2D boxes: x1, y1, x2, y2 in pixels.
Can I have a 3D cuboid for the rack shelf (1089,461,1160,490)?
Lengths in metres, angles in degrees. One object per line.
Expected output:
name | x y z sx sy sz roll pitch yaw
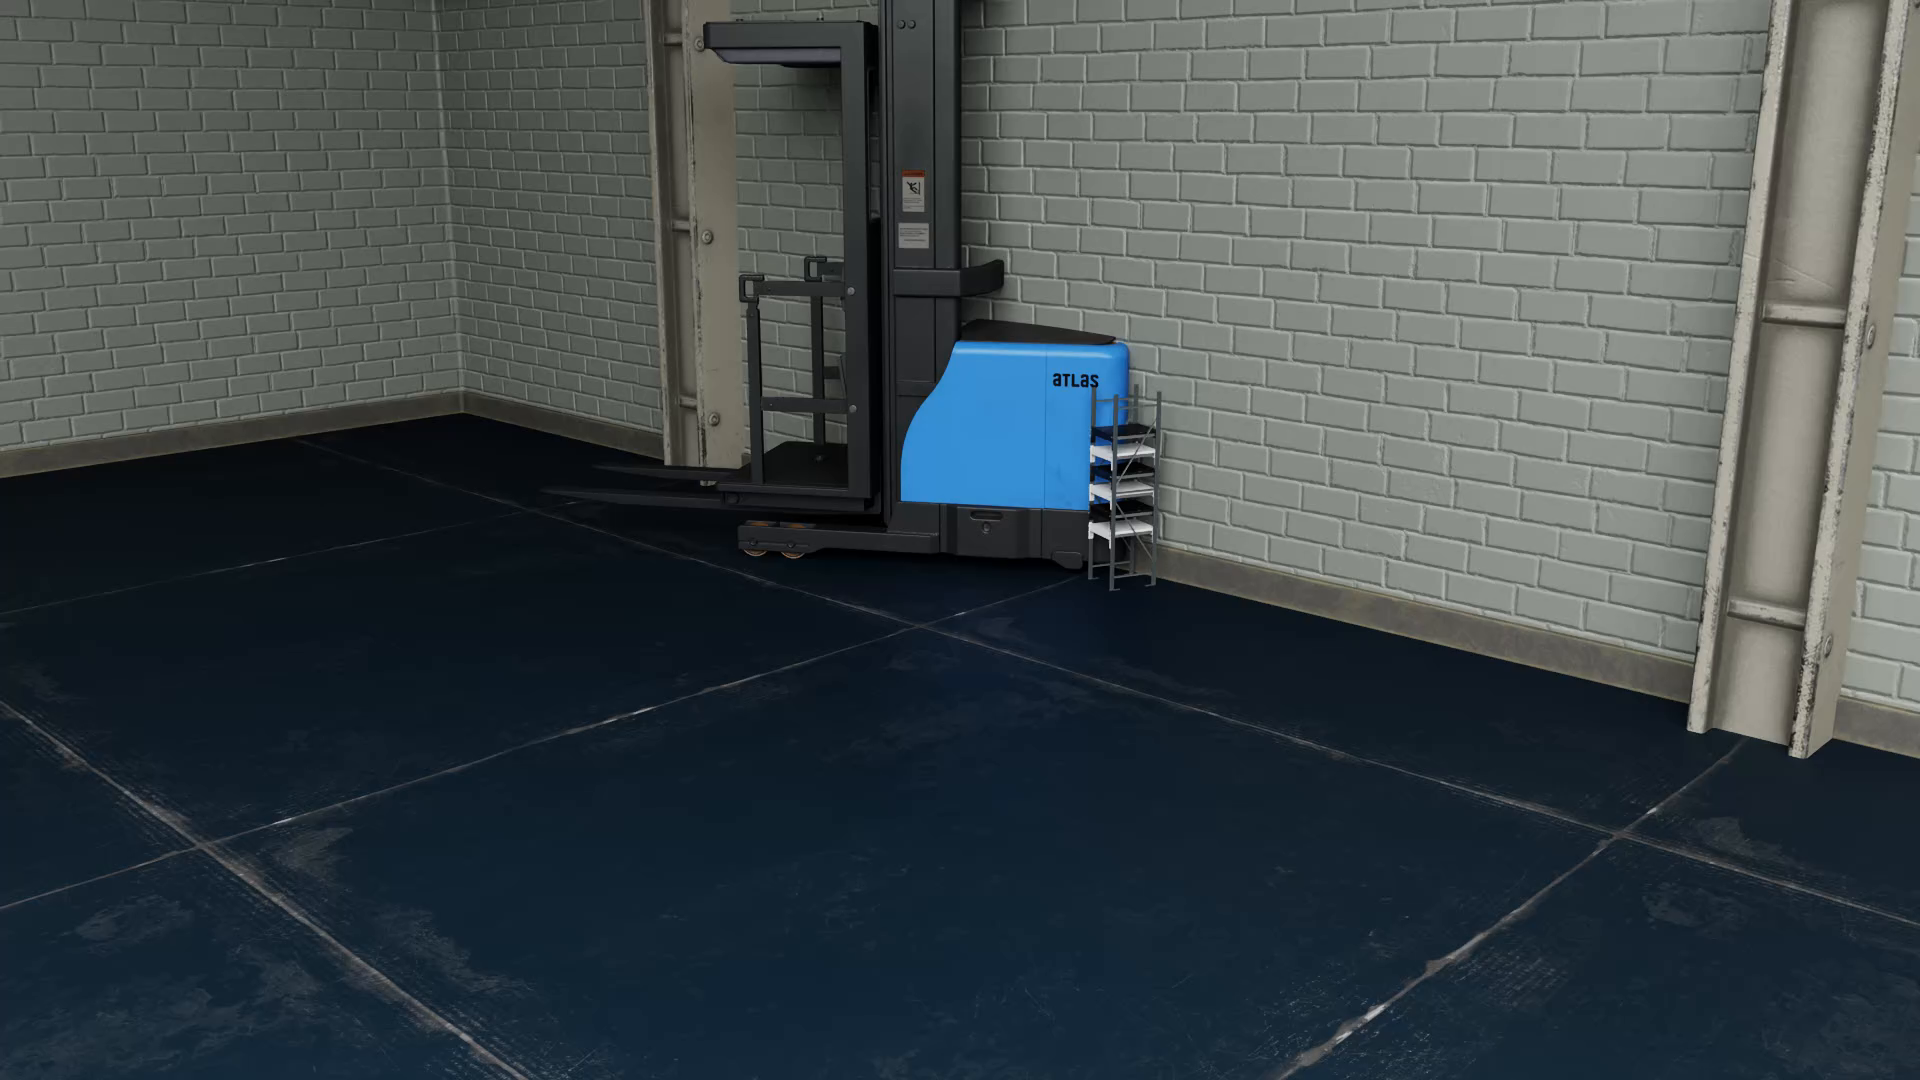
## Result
rack shelf | 0.746 -0.295 7.553 0.258 0.077 0.200 -6 16 -23

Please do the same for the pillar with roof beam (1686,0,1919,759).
pillar with roof beam | -0.179 -2.898 1.706 0.400 9.000 9.100 14 20 42

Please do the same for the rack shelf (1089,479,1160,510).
rack shelf | 0.746 -0.208 7.576 0.258 0.077 0.200 -6 16 -23

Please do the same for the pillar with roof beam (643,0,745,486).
pillar with roof beam | -4.498 -3.948 5.736 0.400 9.000 9.100 14 20 42

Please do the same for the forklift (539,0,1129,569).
forklift | -0.610 -1.453 8.197 3.031 2.935 1.130 3 15 12

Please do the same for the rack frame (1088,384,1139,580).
rack frame | 0.705 -0.263 7.658 0.240 0.900 0.006 -6 16 -23

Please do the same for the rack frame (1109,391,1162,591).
rack frame | 0.788 -0.216 7.478 0.240 0.900 0.006 -6 16 -23

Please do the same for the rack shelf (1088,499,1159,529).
rack shelf | 0.746 -0.120 7.599 0.258 0.077 0.200 -6 16 -23

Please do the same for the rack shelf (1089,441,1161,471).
rack shelf | 0.746 -0.382 7.531 0.258 0.077 0.200 -6 16 -23

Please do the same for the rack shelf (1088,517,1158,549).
rack shelf | 0.746 -0.033 7.621 0.258 0.077 0.200 -6 16 -23

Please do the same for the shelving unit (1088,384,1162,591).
shelving unit | 0.746 -0.240 7.568 0.258 0.900 0.210 -6 16 -23

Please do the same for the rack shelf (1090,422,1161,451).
rack shelf | 0.746 -0.469 7.508 0.258 0.077 0.200 -6 16 -23
